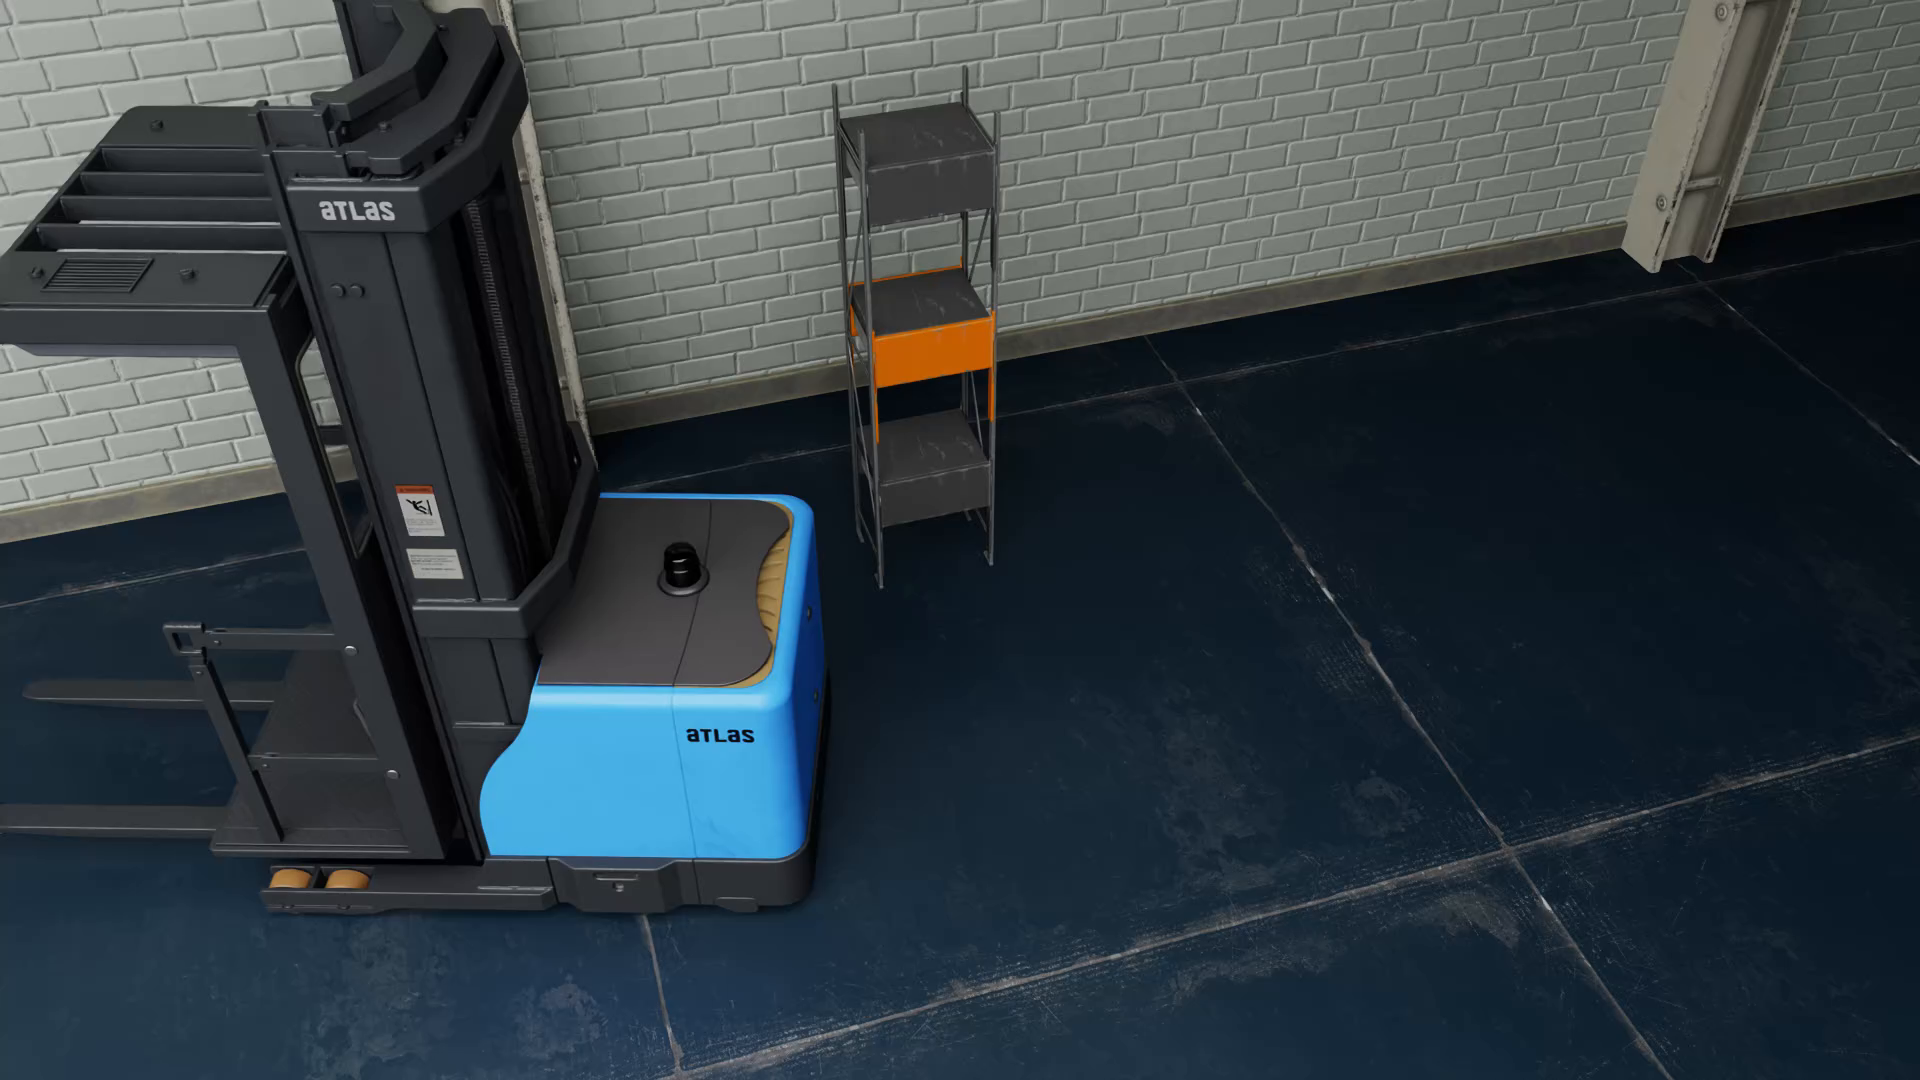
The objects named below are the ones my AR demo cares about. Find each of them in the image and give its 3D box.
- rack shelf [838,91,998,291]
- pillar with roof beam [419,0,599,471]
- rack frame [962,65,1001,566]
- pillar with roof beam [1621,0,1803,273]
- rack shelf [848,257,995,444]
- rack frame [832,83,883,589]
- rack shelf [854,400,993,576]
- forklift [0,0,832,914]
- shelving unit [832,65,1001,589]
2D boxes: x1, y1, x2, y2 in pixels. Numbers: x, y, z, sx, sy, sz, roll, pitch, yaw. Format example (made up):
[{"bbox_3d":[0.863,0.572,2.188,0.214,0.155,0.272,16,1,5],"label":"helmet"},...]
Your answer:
[{"bbox_3d":[-0.158,-1.275,6.070,0.480,0.518,0.431,-12,42,-13],"label":"rack shelf"},{"bbox_3d":[-0.597,-1.062,1.626,0.400,9.000,9.100,-12,42,-13],"label":"pillar with roof beam"},{"bbox_3d":[0.075,-0.806,6.577,0.015,2.100,0.400,-12,42,-13],"label":"rack frame"},{"bbox_3d":[5.126,-2.248,2.983,0.400,9.000,9.100,-12,42,-13],"label":"pillar with roof beam"},{"bbox_3d":[-0.158,-0.748,6.531,0.480,0.518,0.431,-12,42,-13],"label":"rack shelf"},{"bbox_3d":[-0.391,-0.710,6.467,0.015,2.100,0.400,-12,42,-13],"label":"rack frame"},{"bbox_3d":[-0.158,-0.221,6.991,0.480,0.518,0.431,-12,42,-13],"label":"rack shelf"},{"bbox_3d":[-2.017,-0.155,5.200,3.031,2.935,1.130,1,41,1],"label":"forklift"},{"bbox_3d":[-0.158,-0.758,6.522,0.503,2.100,0.431,-12,42,-13],"label":"shelving unit"}]
